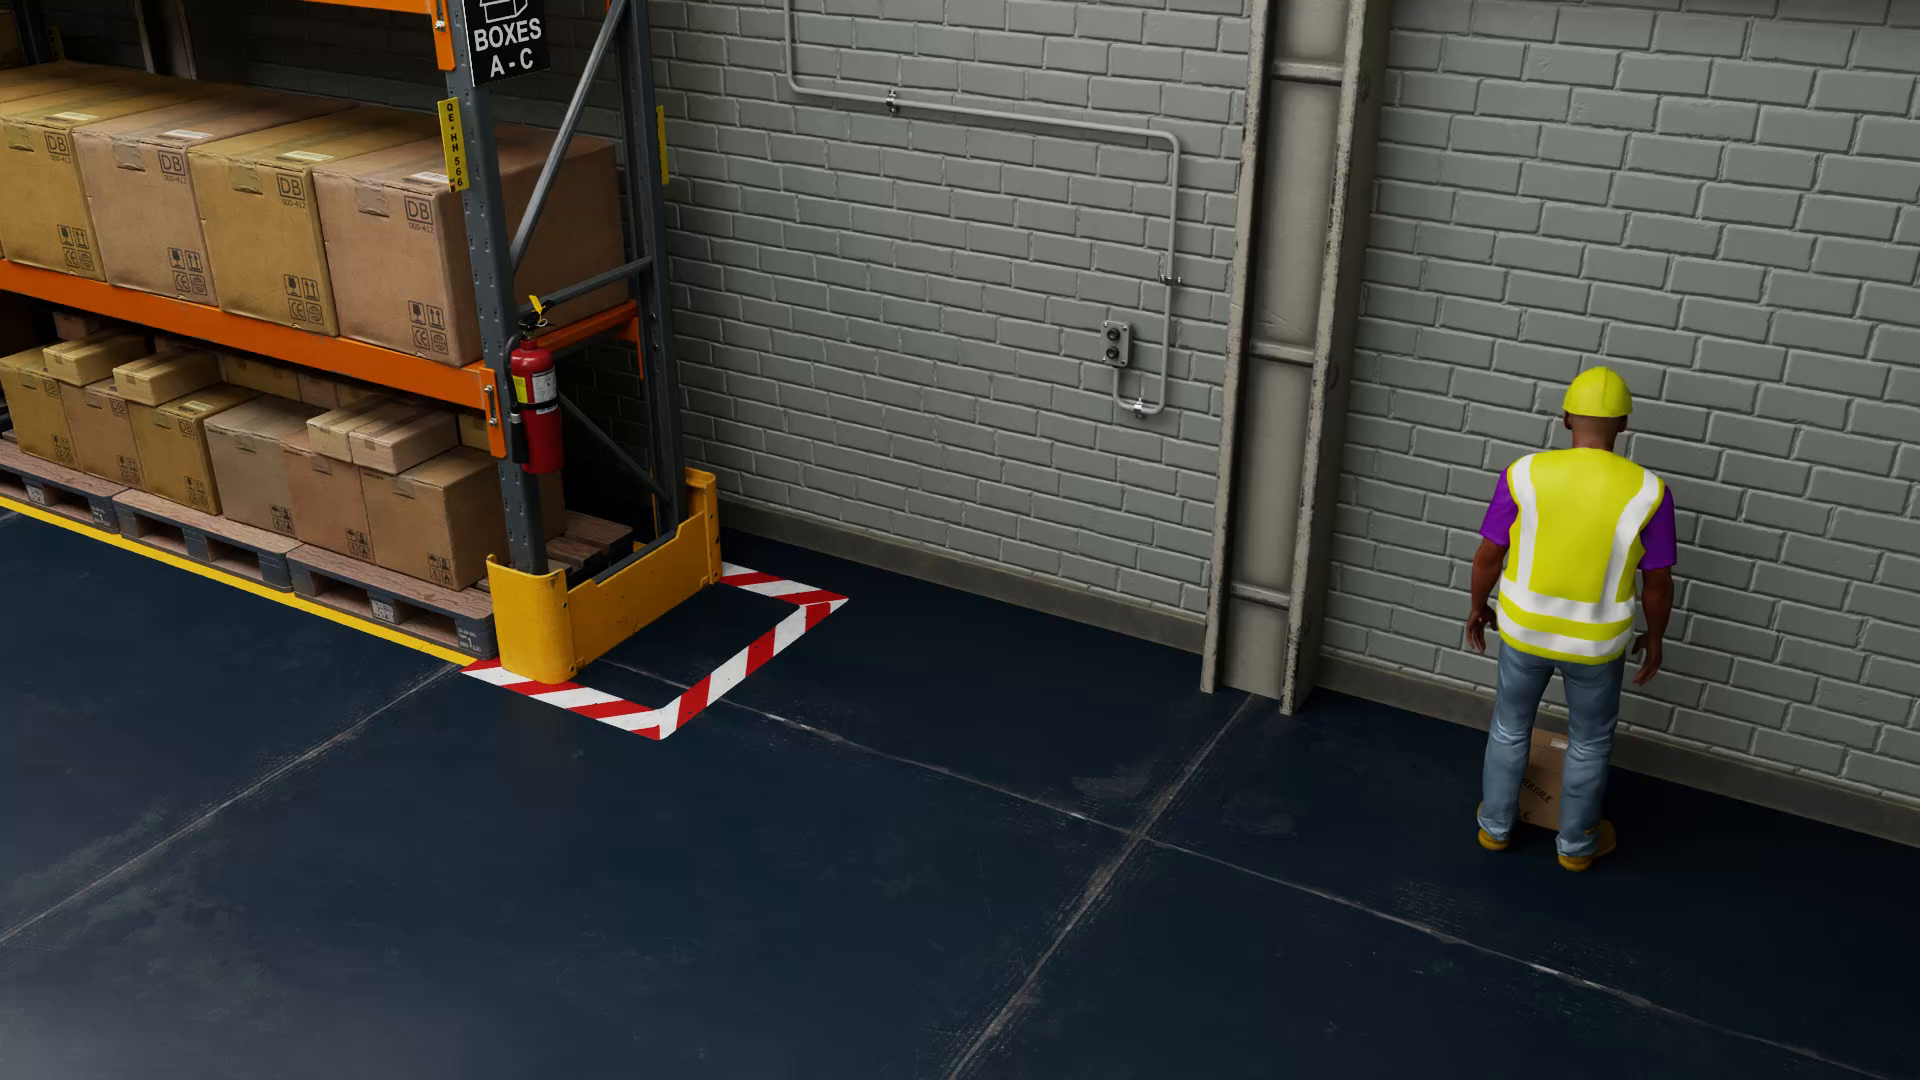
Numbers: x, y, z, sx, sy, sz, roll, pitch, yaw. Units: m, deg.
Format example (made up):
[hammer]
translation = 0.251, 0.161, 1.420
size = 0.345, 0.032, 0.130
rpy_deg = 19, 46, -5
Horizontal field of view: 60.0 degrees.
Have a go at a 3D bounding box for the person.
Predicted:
[person]
translation = 2.012, 0.280, 5.533
size = 0.631, 1.758, 0.461
rpy_deg = 12, 29, 23
